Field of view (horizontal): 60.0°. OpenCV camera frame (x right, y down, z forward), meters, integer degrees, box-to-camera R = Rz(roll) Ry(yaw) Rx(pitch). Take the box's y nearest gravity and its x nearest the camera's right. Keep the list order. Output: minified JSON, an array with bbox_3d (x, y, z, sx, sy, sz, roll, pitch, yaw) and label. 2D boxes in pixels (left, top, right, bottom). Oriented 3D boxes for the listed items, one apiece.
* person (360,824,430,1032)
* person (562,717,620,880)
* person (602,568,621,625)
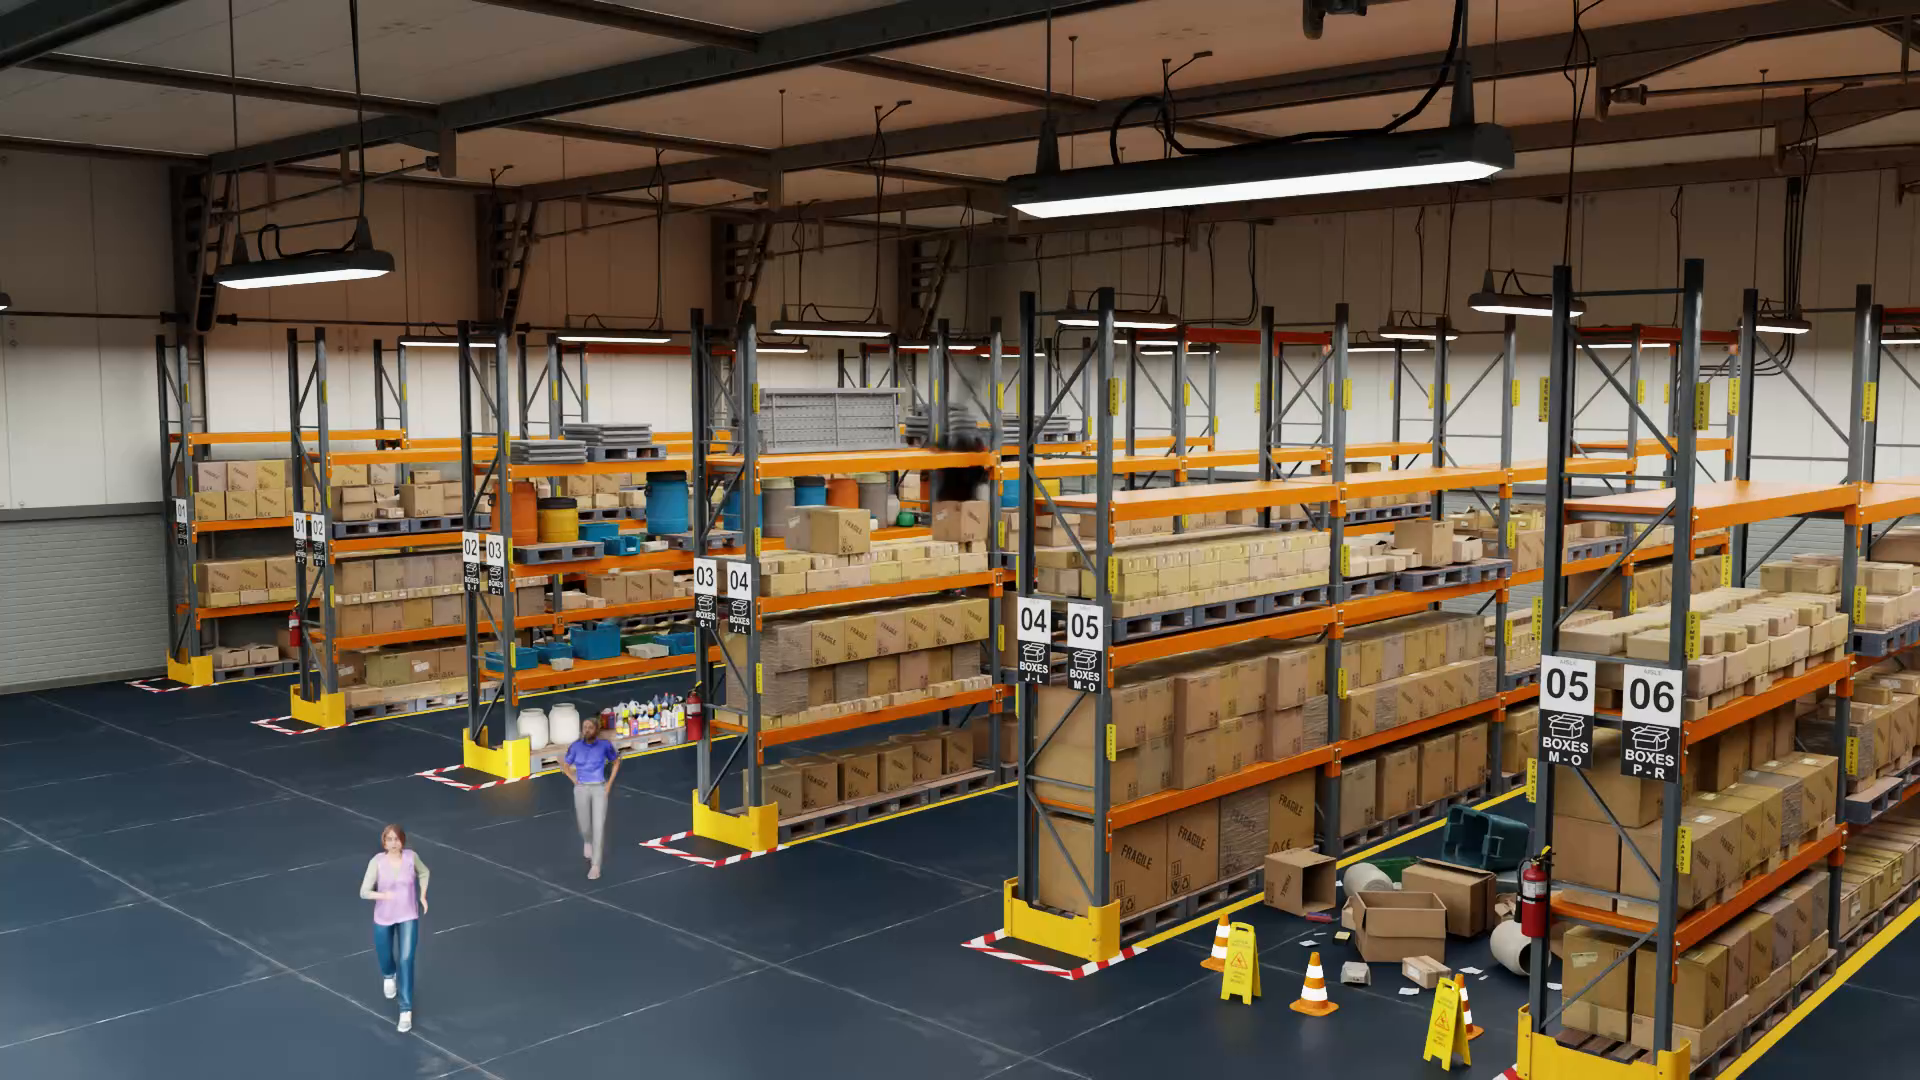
[{"bbox_3d":[-4.580,3.084,13.513,0.539,1.583,0.895,-2,6,-19],"label":"person"},{"bbox_3d":[-3.915,2.695,17.656,0.599,1.666,0.772,-1,5,-7],"label":"person"},{"bbox_3d":[-6.499,1.374,31.287,0.699,1.745,0.771,4,7,36],"label":"person"}]
